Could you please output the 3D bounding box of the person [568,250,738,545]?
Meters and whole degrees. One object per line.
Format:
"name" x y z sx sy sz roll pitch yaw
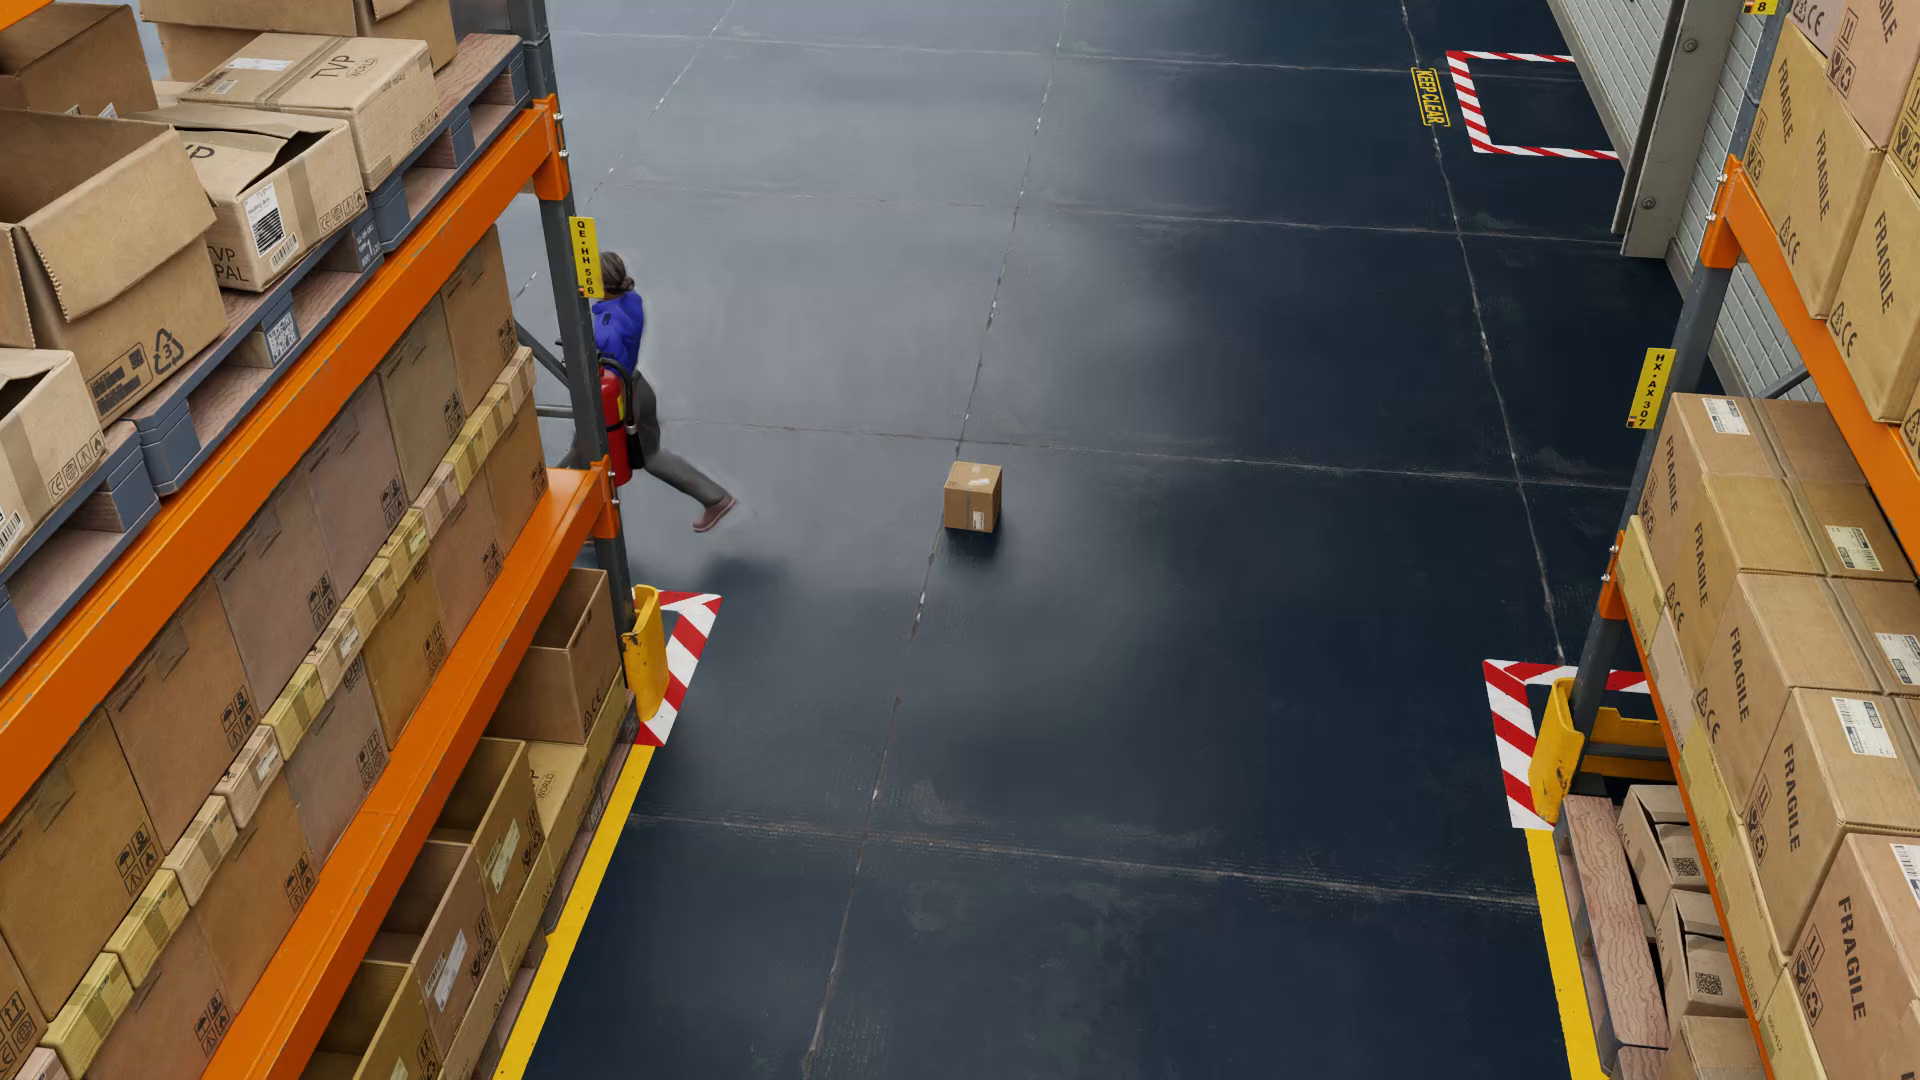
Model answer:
"person" -1.565 -0.654 7.915 0.906 1.608 0.471 9 37 12
